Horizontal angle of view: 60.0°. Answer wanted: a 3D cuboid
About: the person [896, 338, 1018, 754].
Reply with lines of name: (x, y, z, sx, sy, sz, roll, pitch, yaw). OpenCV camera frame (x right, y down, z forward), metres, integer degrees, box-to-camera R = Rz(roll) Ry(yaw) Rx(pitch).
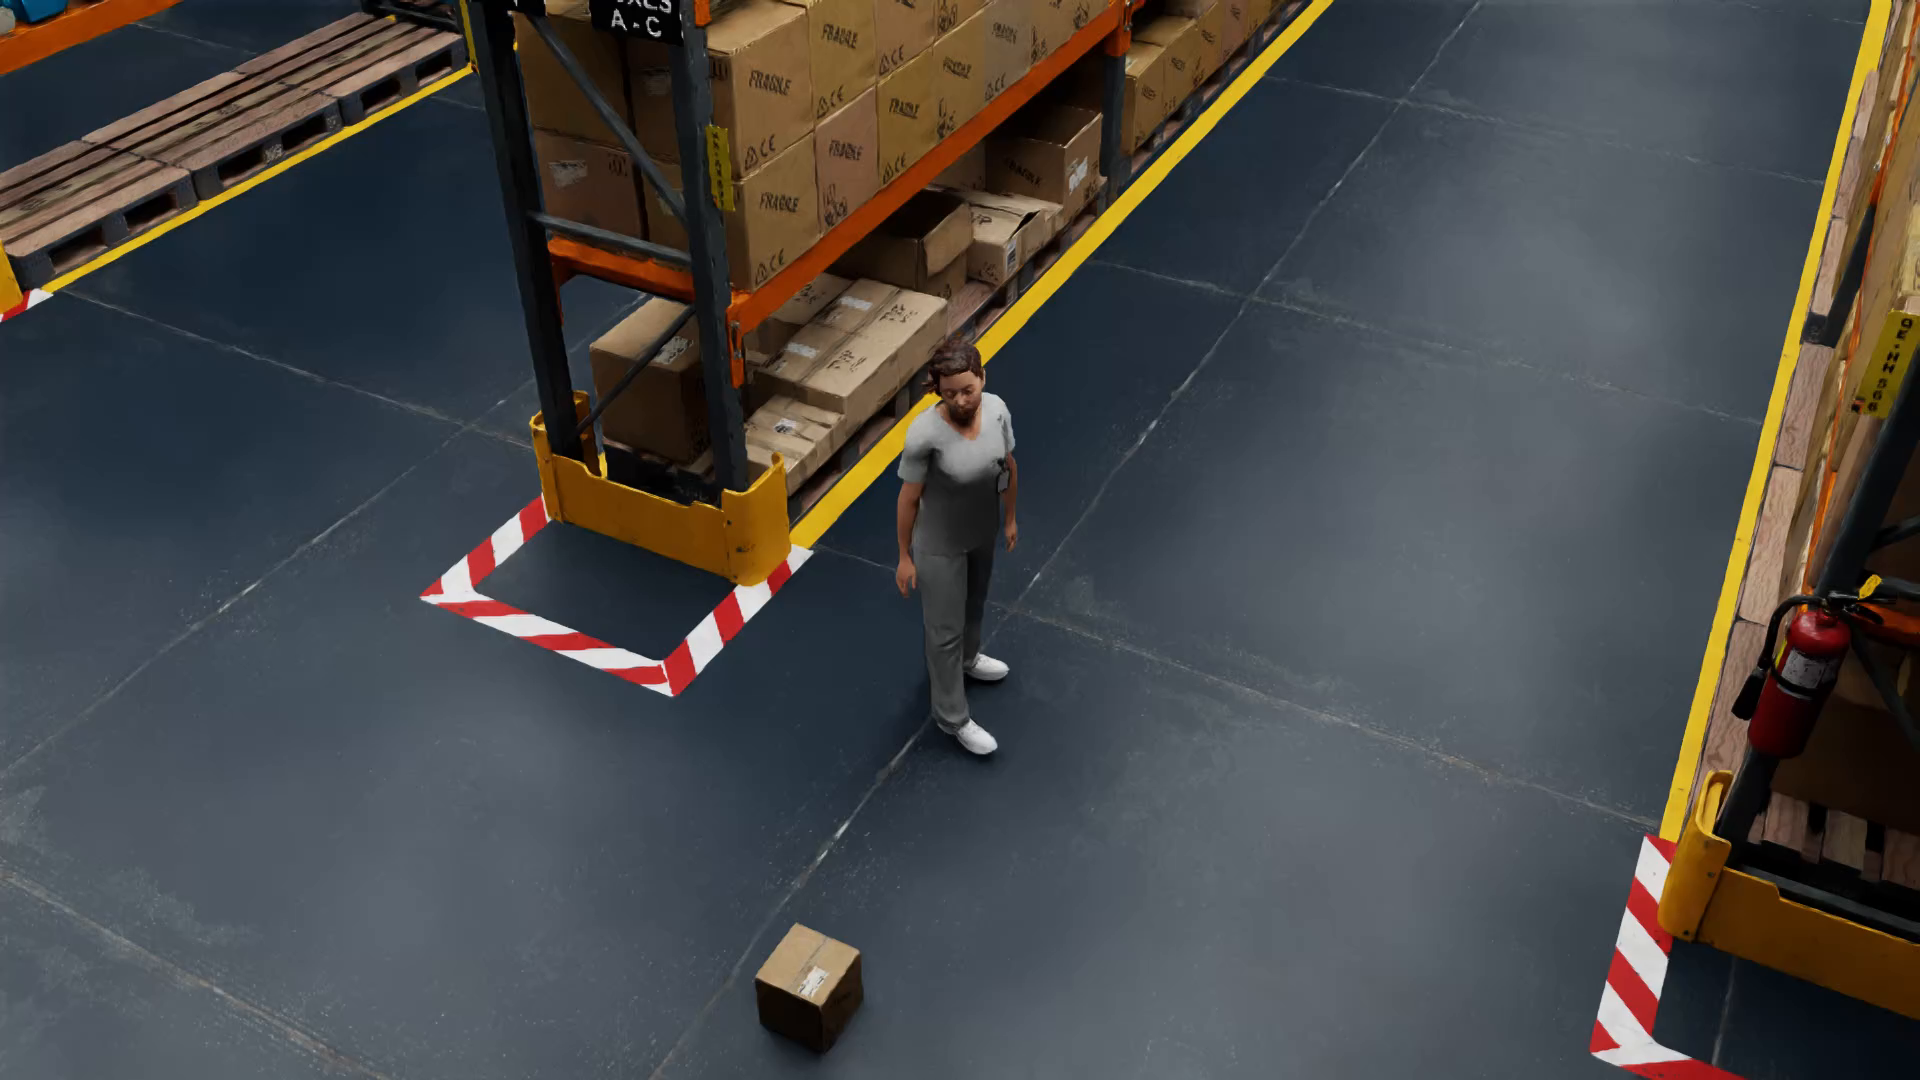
person: (0.012, 0.019, 6.093, 0.561, 1.667, 0.574, -27, 46, -30)
